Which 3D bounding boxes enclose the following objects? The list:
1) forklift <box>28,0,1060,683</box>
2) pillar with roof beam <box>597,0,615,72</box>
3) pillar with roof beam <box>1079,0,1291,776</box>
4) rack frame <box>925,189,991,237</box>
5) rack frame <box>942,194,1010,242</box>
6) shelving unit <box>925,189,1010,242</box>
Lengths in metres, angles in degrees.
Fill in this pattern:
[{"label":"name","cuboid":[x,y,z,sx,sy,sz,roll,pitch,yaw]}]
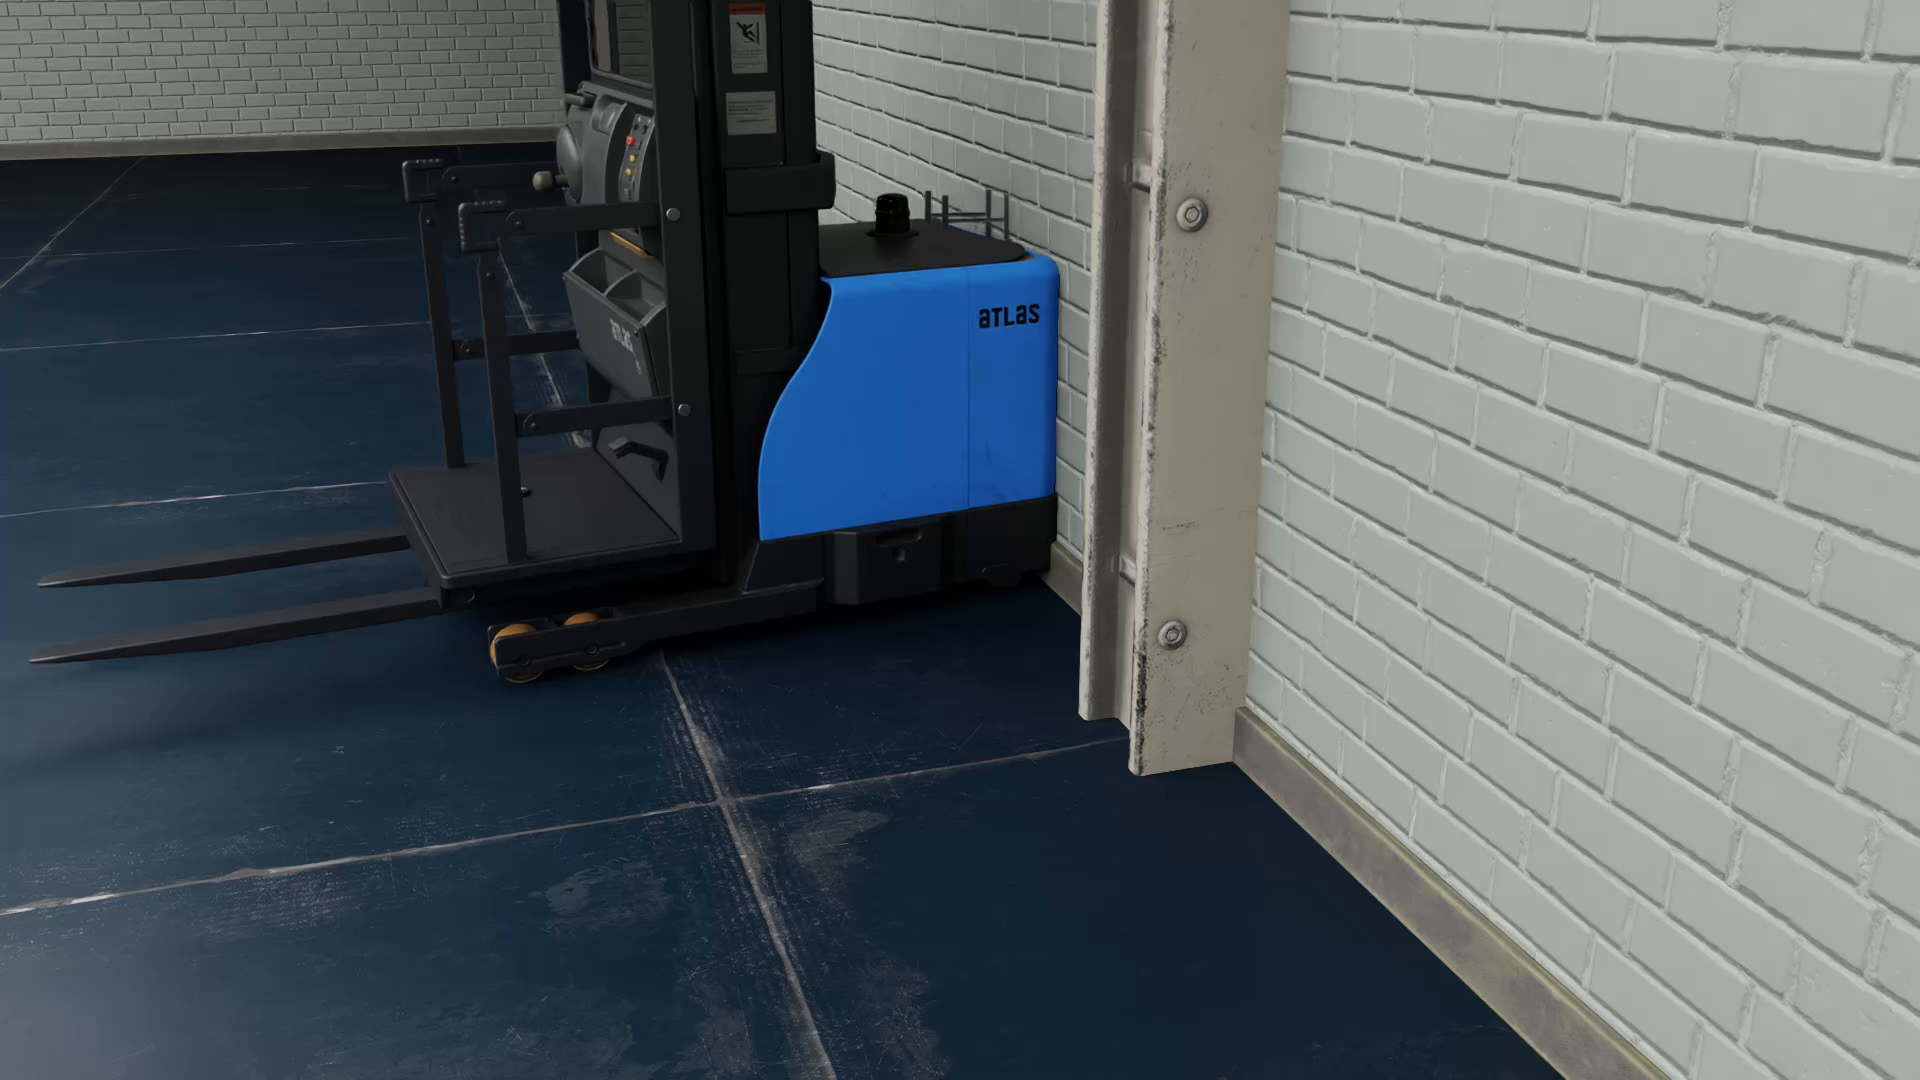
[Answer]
[{"label":"forklift","cuboid":[-1.226,-1.172,4.845,3.031,2.935,1.130,-9,22,-24]},{"label":"pillar with roof beam","cuboid":[-7.325,-7.106,12.388,9.100,9.000,0.400,-6,21,-17]},{"label":"pillar with roof beam","cuboid":[-3.553,-3.255,1.667,9.100,9.000,0.400,-6,21,-17]},{"label":"rack frame","cuboid":[-0.012,-0.619,5.844,0.240,1.200,0.006,-5,18,-18]},{"label":"rack frame","cuboid":[0.047,-0.568,5.679,0.240,1.200,0.006,-5,18,-18]},{"label":"shelving unit","cuboid":[0.018,-0.594,5.761,0.258,1.200,0.189,-5,18,-18]}]
